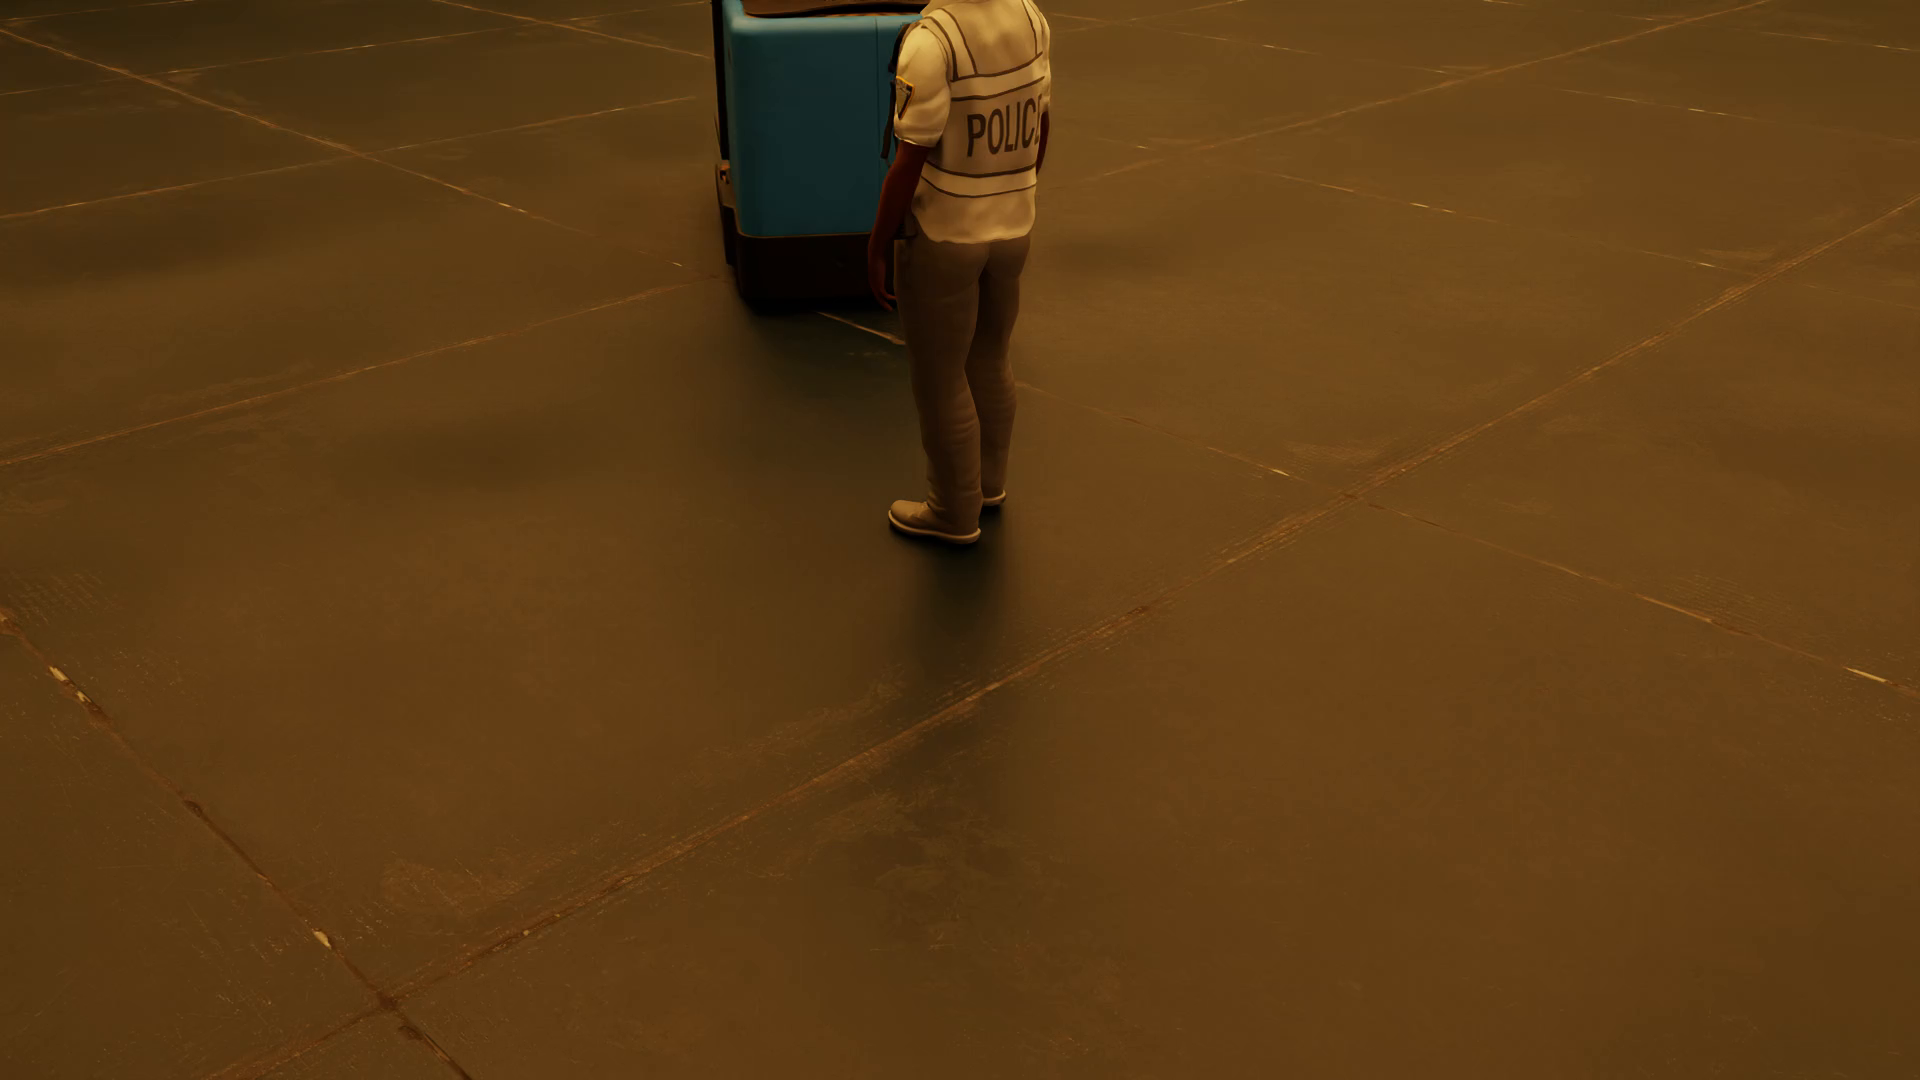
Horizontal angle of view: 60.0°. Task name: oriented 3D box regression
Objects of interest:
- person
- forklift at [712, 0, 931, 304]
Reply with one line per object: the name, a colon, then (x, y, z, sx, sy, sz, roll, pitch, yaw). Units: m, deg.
person: (-0.039, -0.797, 4.226, 0.570, 1.697, 0.528, -24, 35, -39)
forklift: (-0.532, -2.813, 6.949, 1.130, 2.935, 3.031, -4, 26, -9)
